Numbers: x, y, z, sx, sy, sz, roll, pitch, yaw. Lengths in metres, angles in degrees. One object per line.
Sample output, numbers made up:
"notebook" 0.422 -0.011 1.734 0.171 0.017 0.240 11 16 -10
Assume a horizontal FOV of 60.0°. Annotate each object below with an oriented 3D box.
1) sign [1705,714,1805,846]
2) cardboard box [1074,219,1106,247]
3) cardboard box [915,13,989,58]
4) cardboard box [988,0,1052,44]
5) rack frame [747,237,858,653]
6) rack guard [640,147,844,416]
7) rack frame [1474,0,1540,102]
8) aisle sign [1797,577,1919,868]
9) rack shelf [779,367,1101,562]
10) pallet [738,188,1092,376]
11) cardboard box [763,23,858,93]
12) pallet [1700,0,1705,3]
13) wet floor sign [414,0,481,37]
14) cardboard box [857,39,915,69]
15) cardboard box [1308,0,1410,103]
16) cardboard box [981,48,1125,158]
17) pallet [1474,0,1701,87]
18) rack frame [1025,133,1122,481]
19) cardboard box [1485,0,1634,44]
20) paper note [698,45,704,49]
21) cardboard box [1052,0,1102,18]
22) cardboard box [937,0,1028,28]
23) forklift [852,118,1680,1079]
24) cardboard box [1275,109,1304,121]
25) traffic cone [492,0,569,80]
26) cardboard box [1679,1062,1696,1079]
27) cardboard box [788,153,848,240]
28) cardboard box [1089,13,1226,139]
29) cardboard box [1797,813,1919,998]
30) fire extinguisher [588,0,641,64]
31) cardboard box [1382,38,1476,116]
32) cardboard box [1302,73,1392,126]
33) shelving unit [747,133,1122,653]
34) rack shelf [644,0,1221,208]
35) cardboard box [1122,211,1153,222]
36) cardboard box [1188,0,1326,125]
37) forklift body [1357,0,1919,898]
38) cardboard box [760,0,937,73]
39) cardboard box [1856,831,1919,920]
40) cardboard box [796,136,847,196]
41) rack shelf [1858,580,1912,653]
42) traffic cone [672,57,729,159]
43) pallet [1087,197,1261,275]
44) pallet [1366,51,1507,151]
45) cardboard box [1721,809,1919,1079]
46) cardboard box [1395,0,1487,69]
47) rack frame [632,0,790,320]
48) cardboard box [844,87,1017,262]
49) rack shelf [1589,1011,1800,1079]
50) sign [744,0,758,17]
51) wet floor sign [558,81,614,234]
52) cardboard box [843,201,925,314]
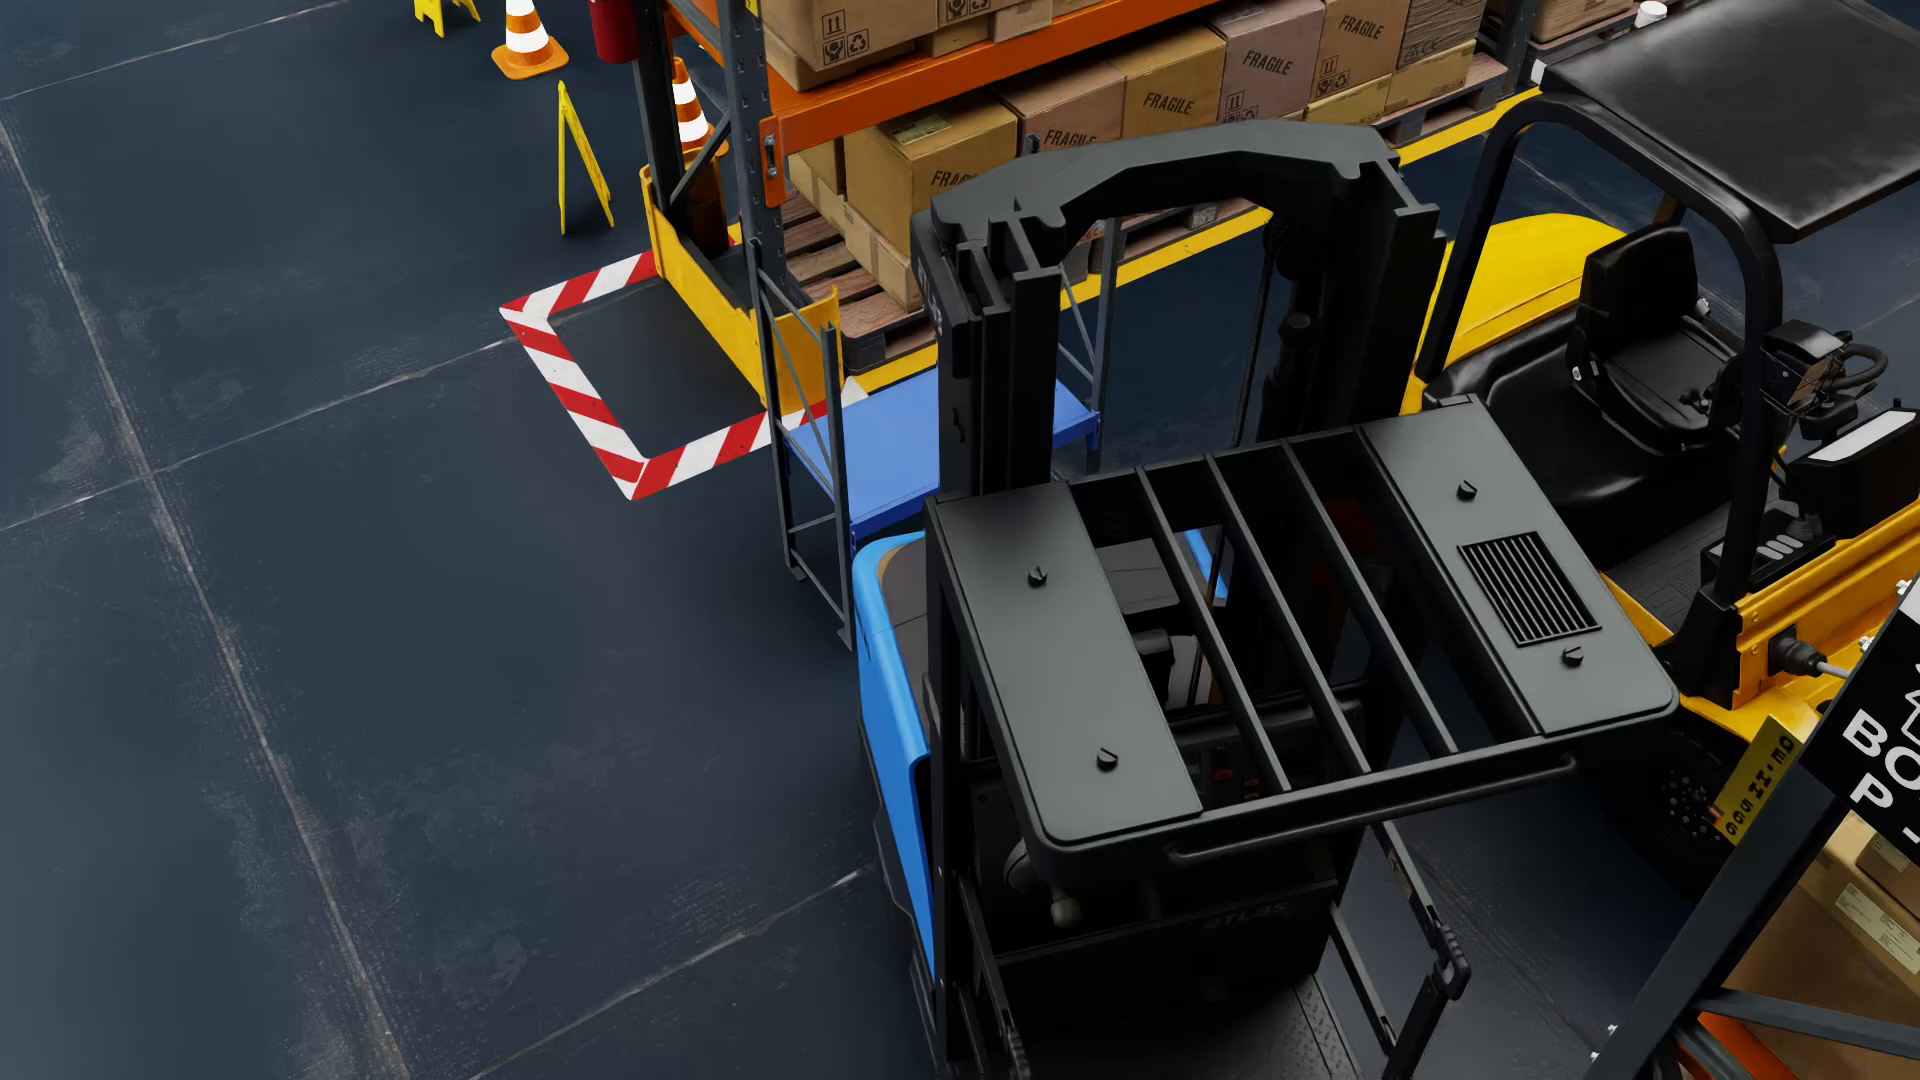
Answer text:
"sign" 1.403 0.435 2.920 0.005 0.325 0.100 -25 53 -21
"cardboard box" 0.295 -1.457 7.099 0.500 0.250 0.500 -23 52 -20
"cardboard box" -0.100 -1.972 6.166 0.250 0.149 0.380 -27 54 -22
"cardboard box" 0.140 -2.044 6.230 0.250 0.149 0.380 -24 53 -20
"rack frame" -0.502 -0.262 5.479 0.032 1.500 0.500 -25 53 -21
"rack guard" -0.907 -1.086 6.882 0.348 0.500 1.175 -25 53 -21
"rack frame" 2.412 -3.481 7.341 0.127 3.000 1.000 -25 53 -21
"aisle sign" 1.468 0.223 2.302 0.004 0.787 0.394 -25 53 -21
"rack shelf" -0.072 -0.345 5.794 1.000 0.185 0.538 -25 53 -21
"pallet" -0.201 -1.291 7.258 1.213 0.211 1.003 -25 53 -21
"cardboard box" -0.573 -1.808 6.020 0.250 0.149 0.380 -25 53 -21
"pallet" 4.103 -3.354 9.095 1.213 0.211 1.003 -25 53 -21
"wet floor sign" -2.666 -2.928 8.425 0.232 0.644 0.267 -34 57 -27
"cardboard box" -0.367 -1.917 6.117 0.250 0.149 0.380 -24 53 -20
"cardboard box" 1.626 -2.346 7.389 0.500 0.500 0.500 -24 53 -20
"cardboard box" 0.319 -1.729 6.839 0.500 0.500 0.500 -27 54 -22
"pallet" 3.070 -2.864 8.660 1.213 0.211 1.003 -25 53 -21
"rack frame" 0.358 -0.667 5.840 0.032 1.500 0.500 -25 53 -21
"cardboard box" 2.854 -2.957 8.353 0.625 0.372 0.950 -25 53 -20
"paper note" -1.234 -2.533 8.485 0.148 0.019 0.142 30 55 24
"cardboard box" 0.340 -2.168 6.341 0.250 0.149 0.380 -24 53 -20
"cardboard box" 0.014 -2.241 5.971 0.500 0.500 0.500 -24 52 -20
"forklift" 0.537 0.724 3.642 1.130 2.935 3.031 -11 49 -10
"cardboard box" 1.178 -1.882 7.478 0.500 0.250 0.500 -24 53 -20
"traffic cone" -2.175 -2.595 8.251 0.334 0.463 0.336 -25 53 -21
"cardboard box" 1.904 1.309 3.966 0.500 0.250 0.500 -24 52 -20
"cardboard box" -0.411 -1.614 7.238 0.500 0.250 0.500 -25 53 -21
"cardboard box" 0.747 -1.924 7.012 0.500 0.500 0.500 -24 53 -20
"cardboard box" 1.824 0.683 3.132 0.250 0.149 0.380 -24 53 -20
"fire extinguisher" -1.314 -2.106 6.169 0.183 0.674 0.296 -25 53 -21
"cardboard box" 2.055 -2.300 7.850 0.500 0.250 0.500 -23 52 -19
"cardboard box" 1.610 -2.082 7.656 0.500 0.250 0.500 -27 53 -22
"shelving unit" -0.072 -0.465 5.660 1.048 1.500 0.538 -25 53 -21
"rack shelf" 0.721 -2.444 6.900 4.000 0.370 1.077 -25 53 -21
"cardboard box" 0.749 -1.683 7.300 0.500 0.250 0.500 -22 52 -18
"cardboard box" 1.195 -2.142 7.207 0.500 0.500 0.500 -23 52 -19
"forklift body" 2.311 -0.379 5.147 1.214 2.155 2.313 -25 53 -21
"cardboard box" -0.422 -2.032 5.785 0.500 0.500 0.500 -26 53 -21
"cardboard box" 1.871 0.623 2.986 0.250 0.149 0.380 -25 53 -21
"cardboard box" -0.432 -1.845 6.943 0.500 0.500 0.500 -25 53 -21
"rack shelf" 3.372 -0.308 2.989 4.000 0.370 1.077 -25 53 -21
"traffic cone" -1.296 -2.029 7.747 0.334 0.463 0.336 -25 53 -21
"pallet" 0.830 -1.774 7.689 1.213 0.211 1.003 -25 53 -21
"pallet" 1.863 -2.263 8.124 1.213 0.211 1.003 -25 53 -21
"cardboard box" 1.957 0.852 3.416 0.500 0.500 0.500 -26 53 -22
"cardboard box" 2.055 -2.550 7.570 0.500 0.500 0.500 -26 53 -21
"rack frame" -0.971 -1.887 5.922 0.127 3.000 1.000 -25 53 -21
"cardboard box" -0.121 -1.518 6.651 0.500 0.500 0.500 -27 54 -22
"rack shelf" 3.372 0.689 4.109 4.000 0.370 1.077 -25 53 -21
"sign" -0.681 -1.832 5.293 0.005 0.325 0.100 -25 53 -21
"wet floor sign" -1.703 -1.704 7.335 0.232 0.644 0.267 -9 49 -8
"cardboard box" -0.141 -1.259 6.922 0.500 0.250 0.500 -26 53 -21
